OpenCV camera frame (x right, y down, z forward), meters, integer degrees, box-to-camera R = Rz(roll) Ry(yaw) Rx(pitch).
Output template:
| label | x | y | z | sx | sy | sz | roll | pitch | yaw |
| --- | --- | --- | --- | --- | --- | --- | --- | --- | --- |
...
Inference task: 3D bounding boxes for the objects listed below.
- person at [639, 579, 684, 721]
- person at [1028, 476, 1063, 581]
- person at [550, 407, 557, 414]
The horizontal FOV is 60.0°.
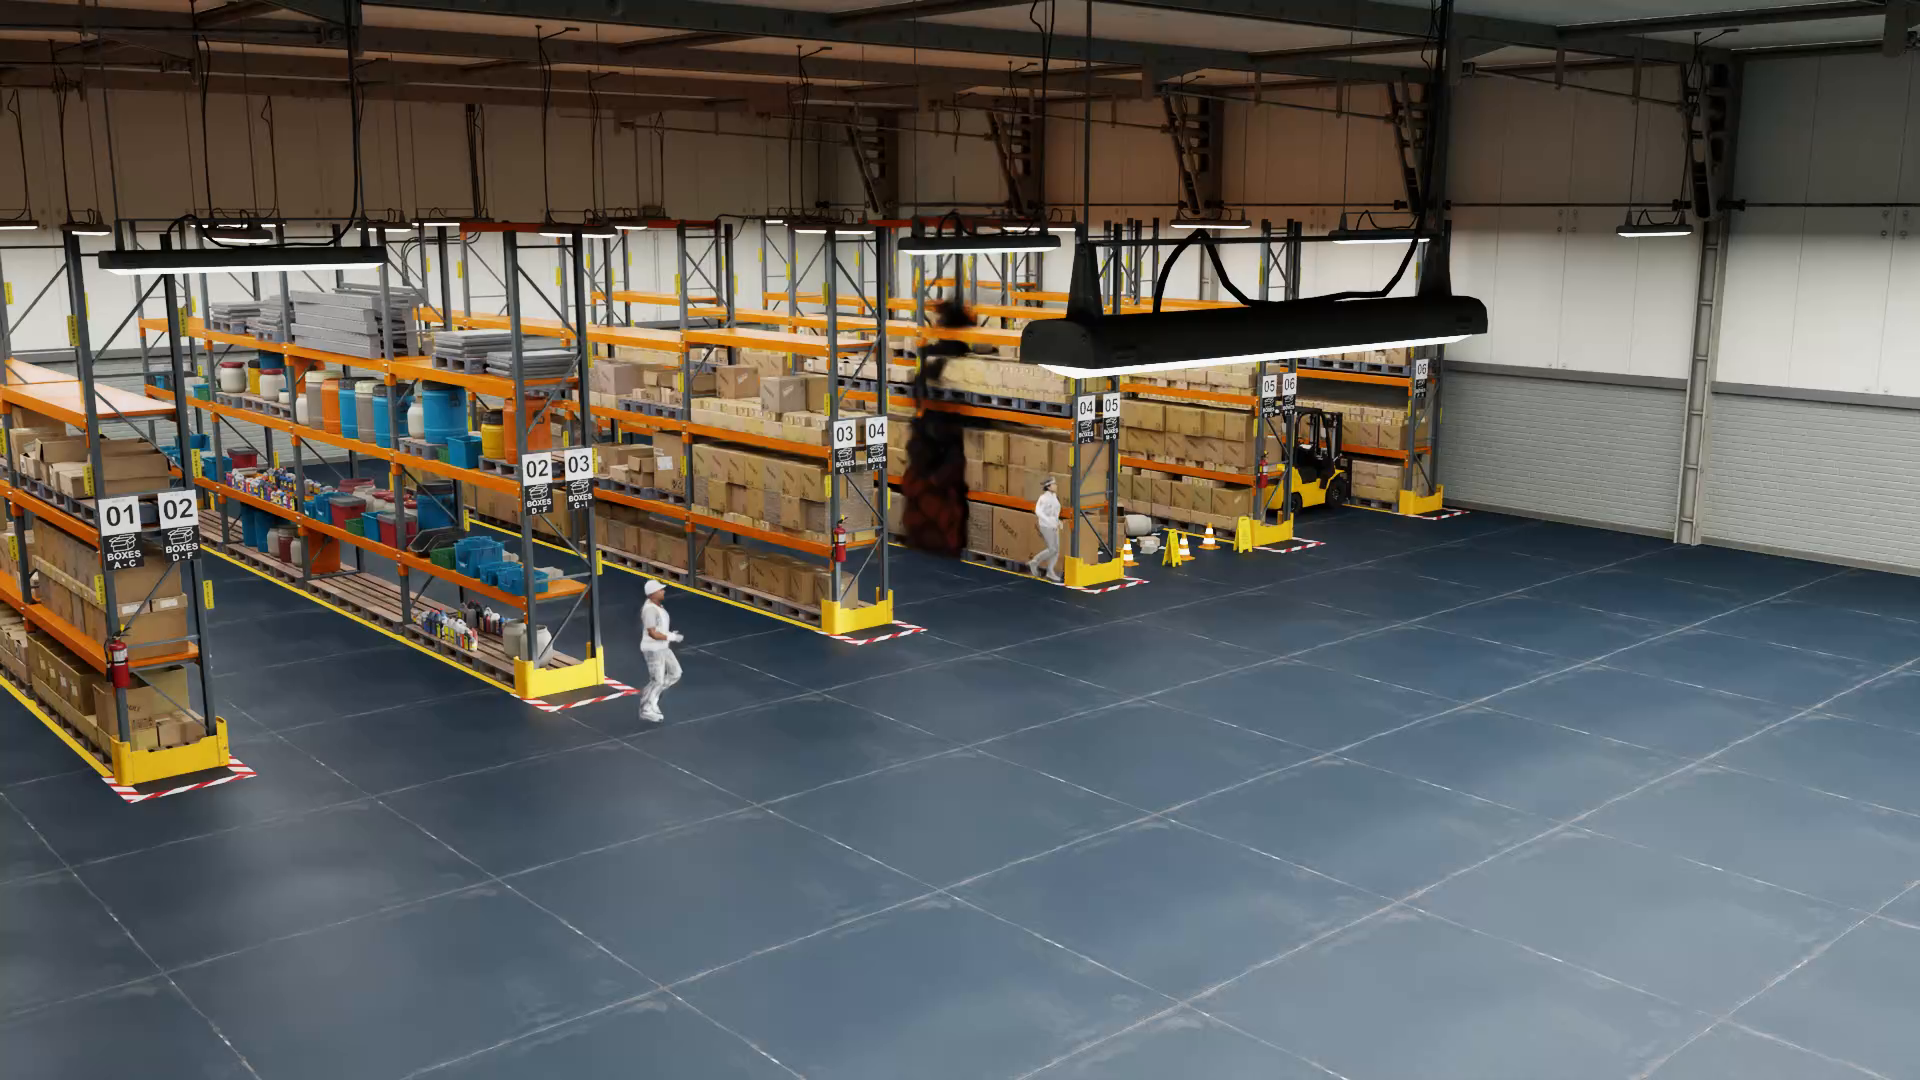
| label | x | y | z | sx | sy | sz | roll | pitch | yaw |
| --- | --- | --- | --- | --- | --- | --- | --- | --- | --- |
| person | -3.735 | 1.355 | 20.739 | 0.634 | 1.758 | 0.713 | 0 | 11 | 1 |
| person | 1.454 | -0.205 | 27.302 | 0.573 | 1.702 | 0.629 | 6 | 13 | 27 |
| person | -9.620 | -2.320 | 39.292 | 0.616 | 1.651 | 0.809 | 1 | 11 | 6 |
